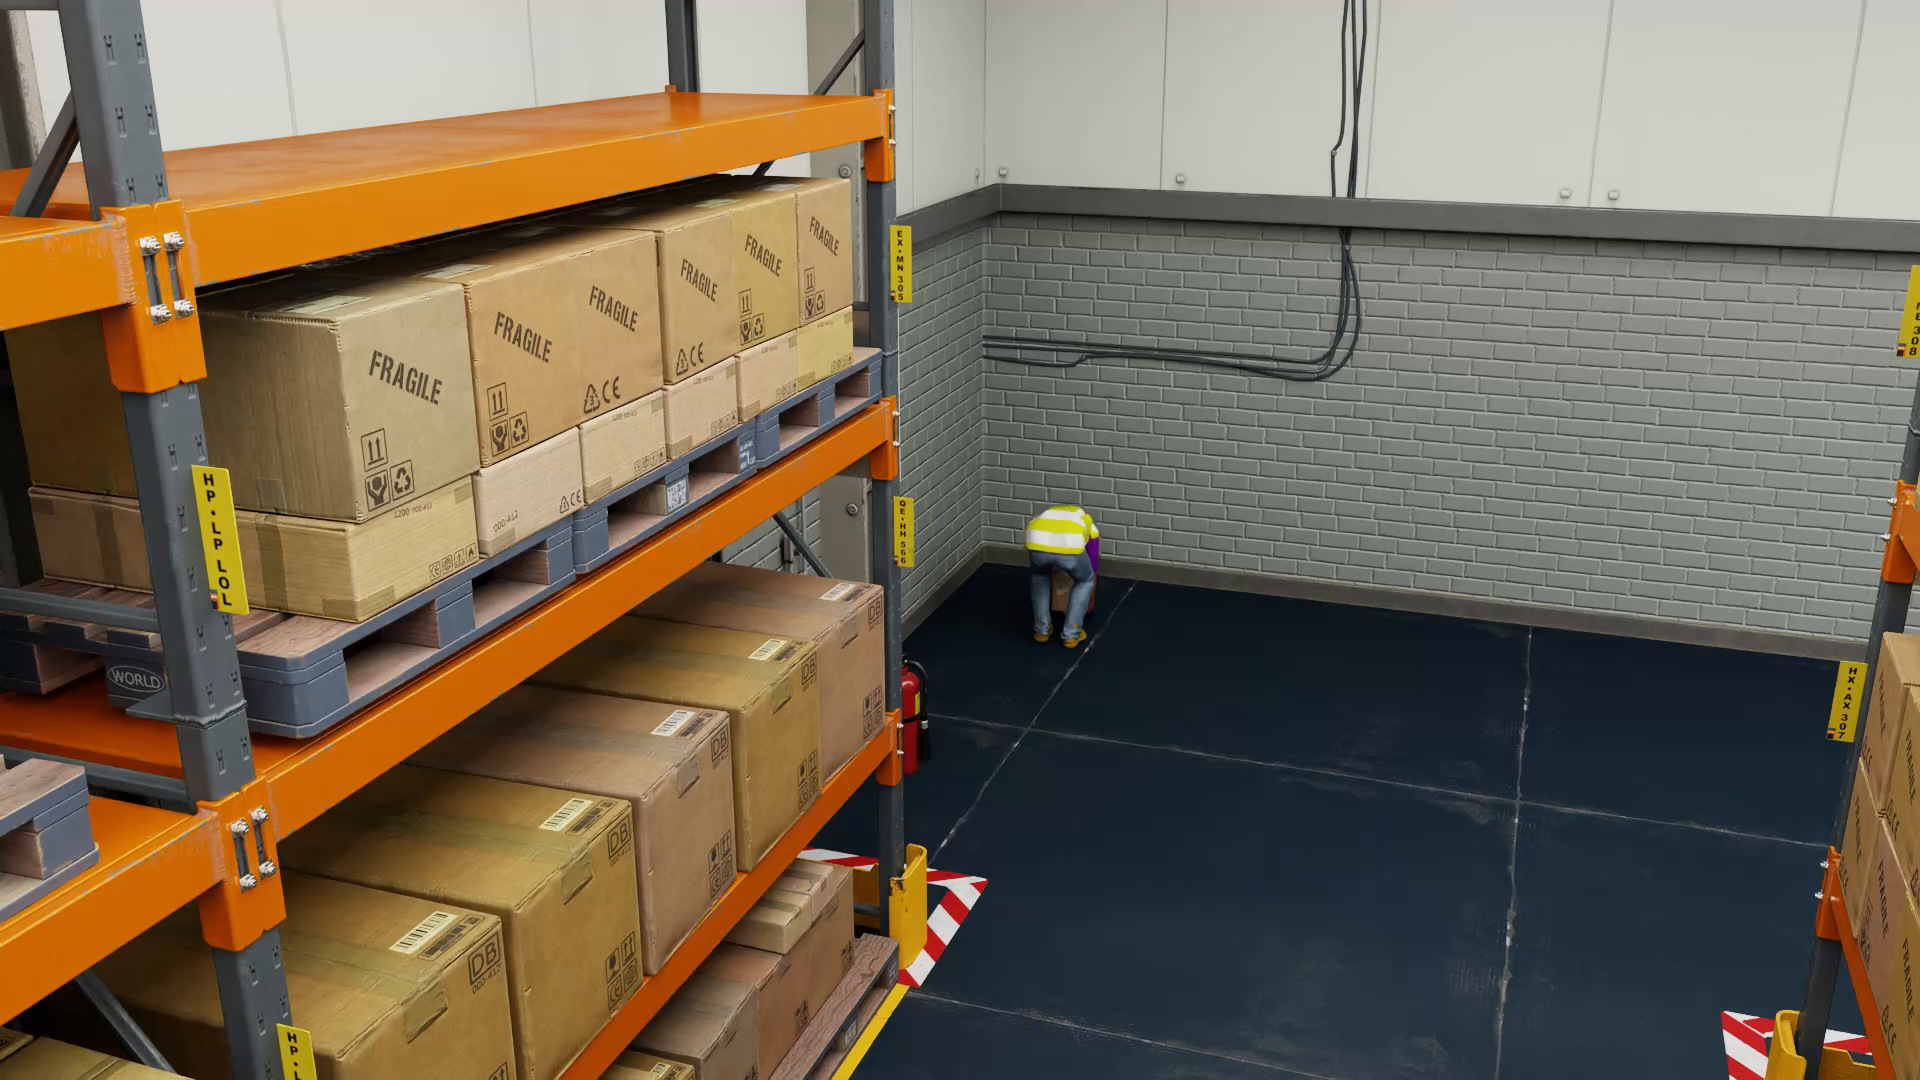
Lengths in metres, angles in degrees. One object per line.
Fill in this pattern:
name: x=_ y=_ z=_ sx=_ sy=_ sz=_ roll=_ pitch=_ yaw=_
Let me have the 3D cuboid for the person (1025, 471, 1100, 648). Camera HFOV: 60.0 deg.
person: x=0.760 y=0.132 z=12.158 sx=0.481 sy=1.108 sz=0.975 roll=6 pitch=19 yaw=16
